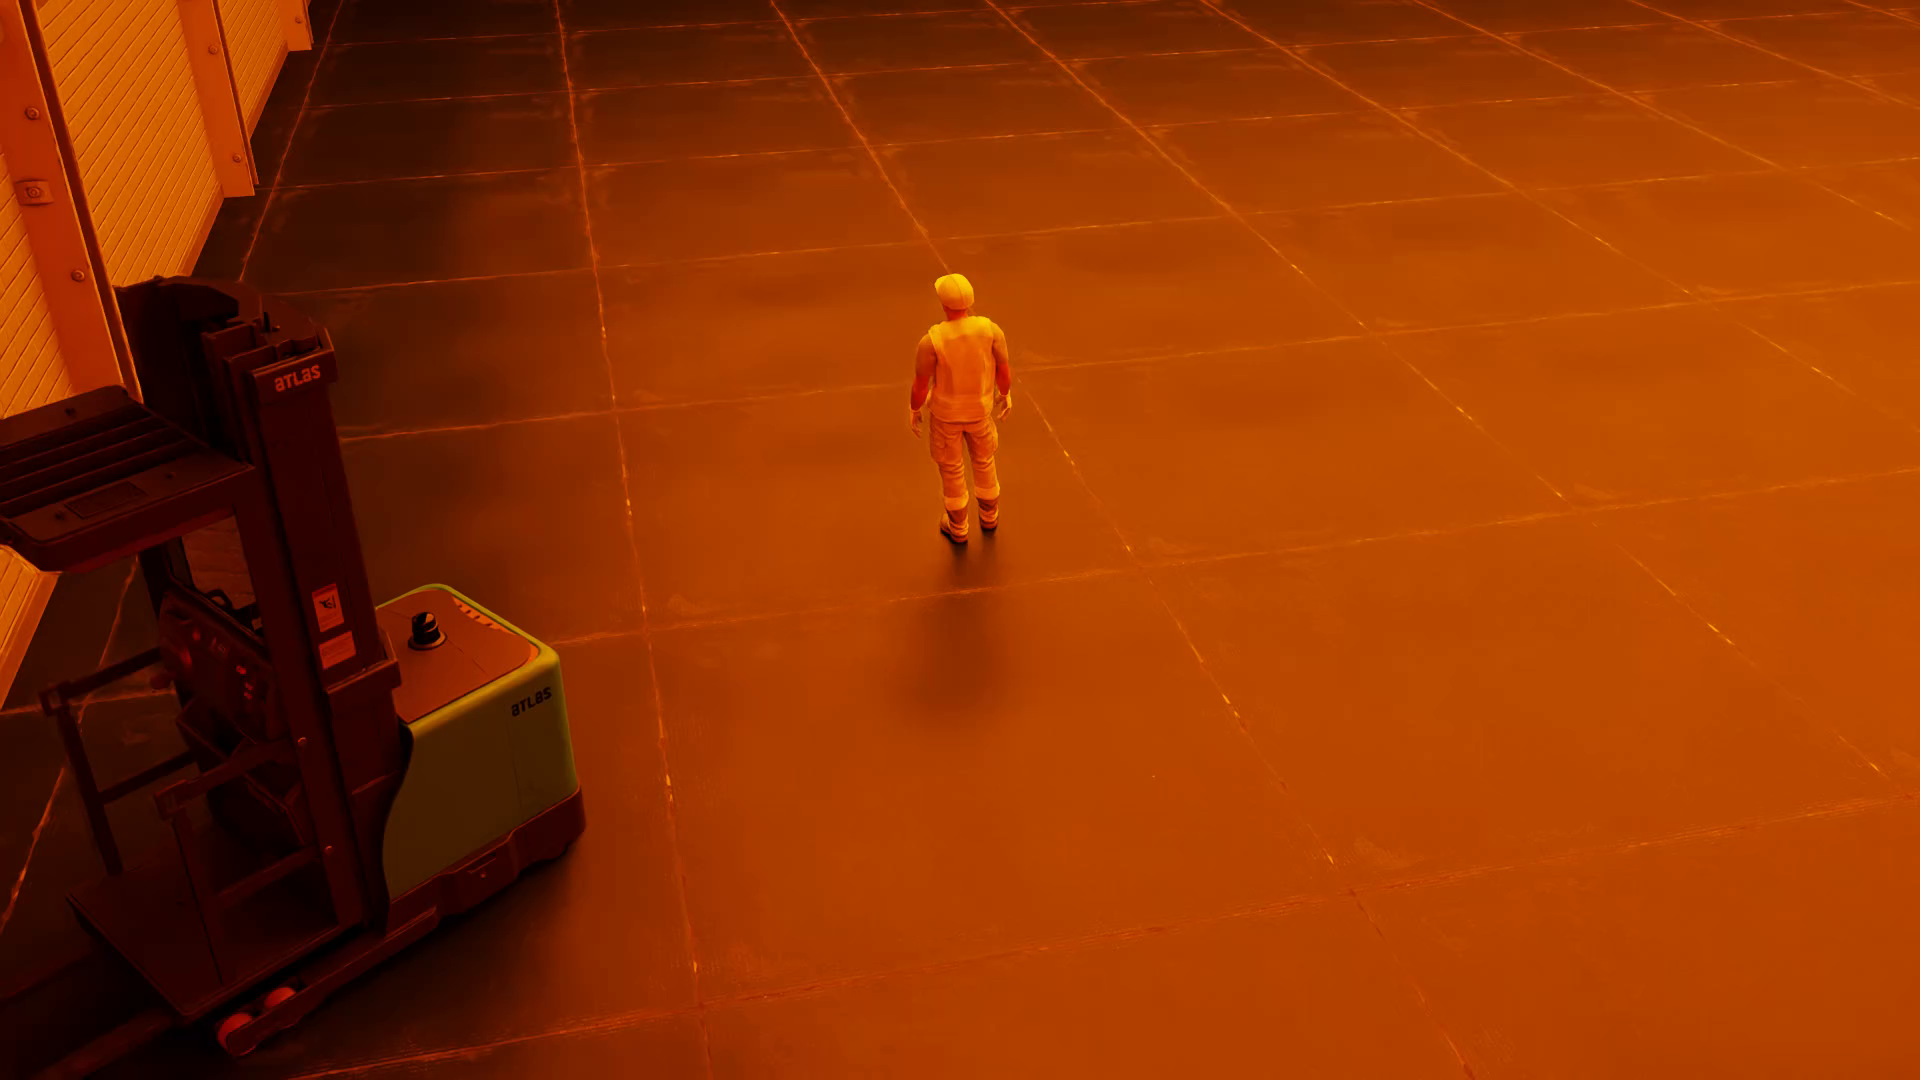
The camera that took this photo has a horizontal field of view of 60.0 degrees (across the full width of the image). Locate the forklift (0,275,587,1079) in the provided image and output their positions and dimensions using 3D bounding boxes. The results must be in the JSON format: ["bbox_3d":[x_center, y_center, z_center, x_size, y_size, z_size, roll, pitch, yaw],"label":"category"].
[{"bbox_3d":[-3.145,0.561,6.606,1.130,2.935,3.031,24,38,35],"label":"forklift"}]

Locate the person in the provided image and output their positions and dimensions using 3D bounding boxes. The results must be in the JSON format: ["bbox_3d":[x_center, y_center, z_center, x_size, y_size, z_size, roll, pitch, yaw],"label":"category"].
[{"bbox_3d":[-0.007,-0.821,10.119,0.637,1.790,0.562,-7,31,-12],"label":"person"}]
